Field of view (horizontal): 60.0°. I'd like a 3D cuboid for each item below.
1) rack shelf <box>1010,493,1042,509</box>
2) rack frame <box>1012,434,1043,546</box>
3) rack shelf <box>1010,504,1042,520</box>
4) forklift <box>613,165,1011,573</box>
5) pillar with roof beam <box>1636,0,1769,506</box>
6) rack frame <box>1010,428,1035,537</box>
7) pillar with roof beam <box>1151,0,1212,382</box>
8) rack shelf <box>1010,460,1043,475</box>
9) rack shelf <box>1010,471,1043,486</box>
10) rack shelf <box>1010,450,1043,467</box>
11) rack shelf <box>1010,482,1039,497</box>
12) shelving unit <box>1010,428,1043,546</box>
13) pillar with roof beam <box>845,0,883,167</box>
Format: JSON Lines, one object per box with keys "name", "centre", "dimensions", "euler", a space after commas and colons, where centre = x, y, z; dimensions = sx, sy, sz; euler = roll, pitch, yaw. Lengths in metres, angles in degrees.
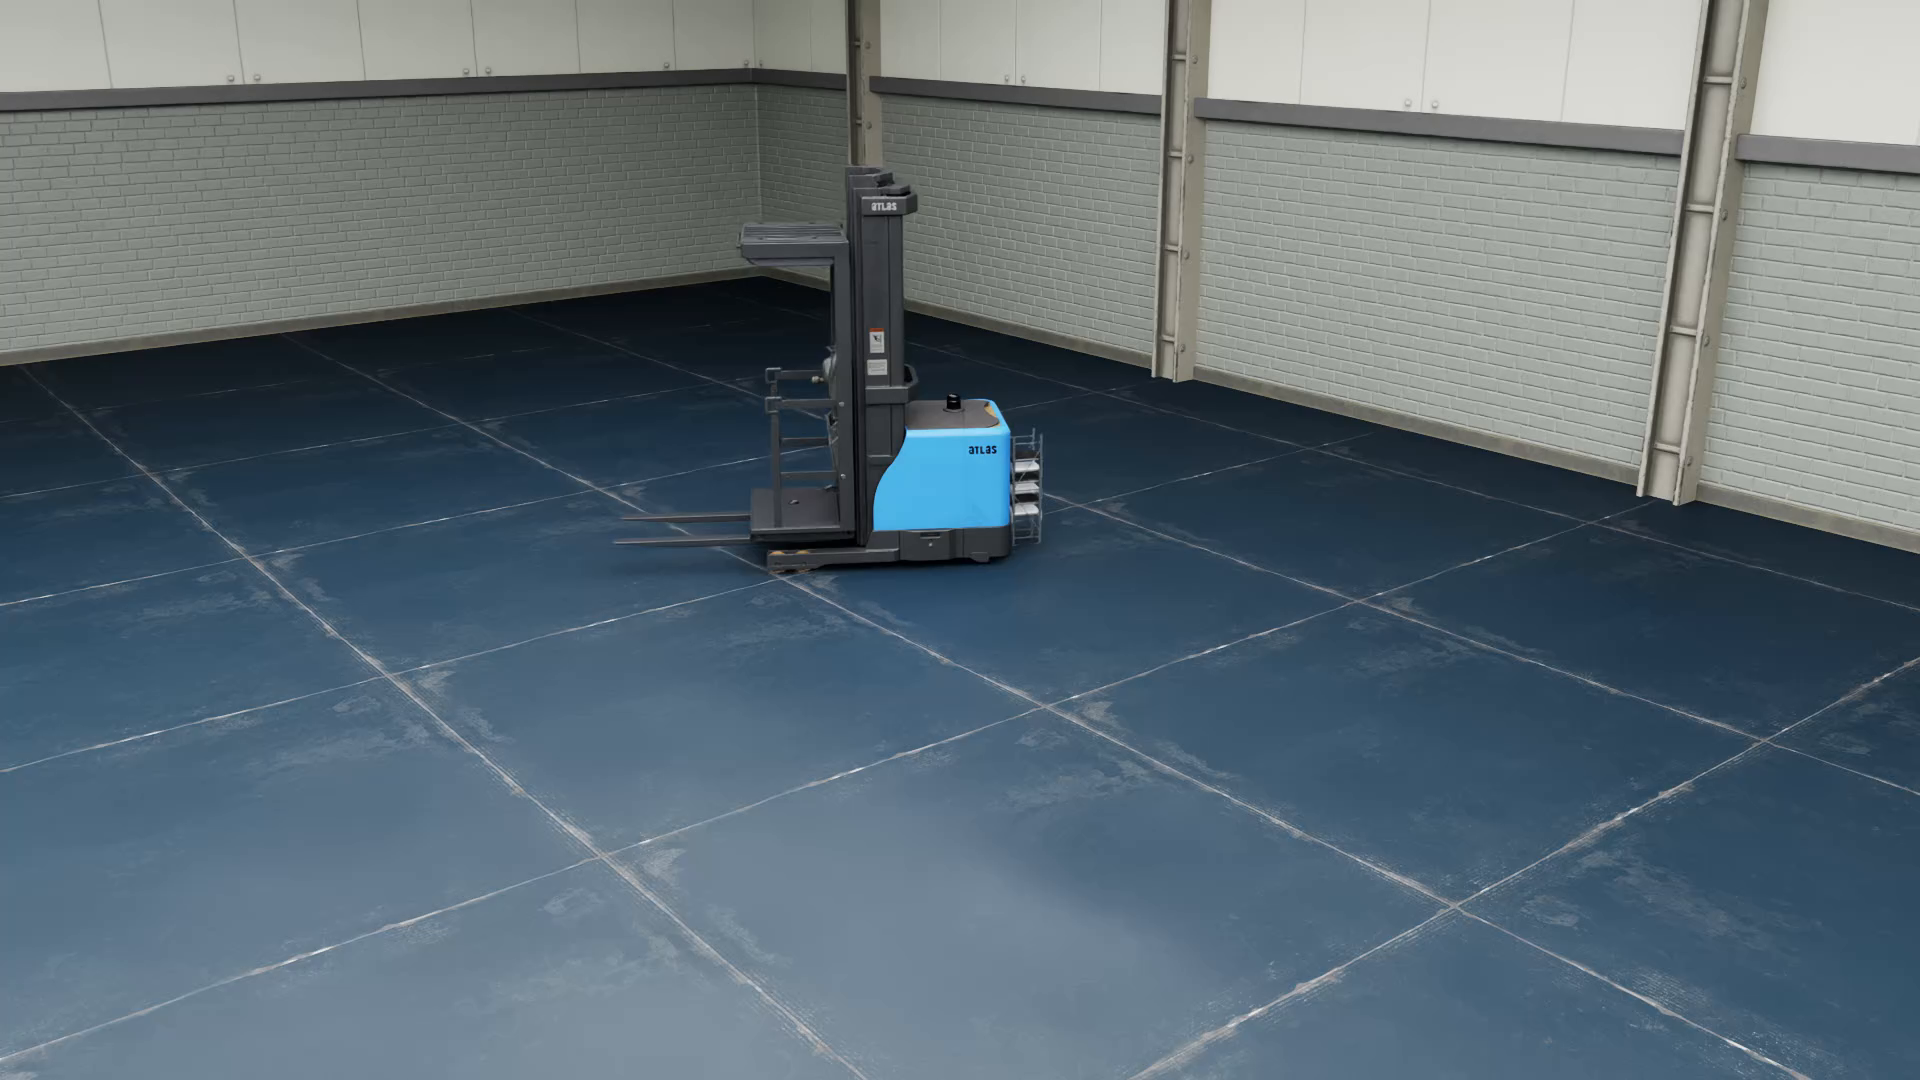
{"name": "rack shelf", "centre": [0.503, -0.303, 13.237], "dimensions": [0.258, 0.077, 0.200], "euler": [-5, 19, -13]}
{"name": "rack frame", "centre": [0.528, -0.389, 13.105], "dimensions": [0.240, 0.900, 0.006], "euler": [-5, 19, -13]}
{"name": "rack shelf", "centre": [0.503, -0.217, 13.266], "dimensions": [0.258, 0.077, 0.200], "euler": [-5, 19, -13]}
{"name": "forklift", "centre": [-1.158, -1.313, 12.664], "dimensions": [3.031, 2.935, 1.130], "euler": [-2, 18, -6]}
{"name": "pillar with roof beam", "centre": [2.778, -3.804, 10.536], "dimensions": [9.100, 9.000, 0.400], "euler": [-14, 23, -36]}
{"name": "rack frame", "centre": [0.478, -0.451, 13.292], "dimensions": [0.240, 0.900, 0.006], "euler": [-5, 19, -13]}
{"name": "pillar with roof beam", "centre": [-0.947, -5.283, 15.000], "dimensions": [9.100, 9.000, 0.400], "euler": [-14, 23, -36]}
{"name": "rack shelf", "centre": [0.503, -0.559, 13.152], "dimensions": [0.258, 0.077, 0.200], "euler": [-5, 19, -13]}
{"name": "rack shelf", "centre": [0.503, -0.474, 13.181], "dimensions": [0.258, 0.077, 0.200], "euler": [-5, 19, -13]}
{"name": "rack shelf", "centre": [0.503, -0.644, 13.124], "dimensions": [0.258, 0.077, 0.200], "euler": [-5, 19, -13]}
{"name": "rack shelf", "centre": [0.503, -0.388, 13.209], "dimensions": [0.258, 0.077, 0.200], "euler": [-5, 19, -13]}
{"name": "shelving unit", "centre": [0.503, -0.420, 13.198], "dimensions": [0.258, 0.900, 0.210], "euler": [-5, 19, -13]}
{"name": "pillar with roof beam", "centre": [-4.672, -6.761, 19.465], "dimensions": [9.100, 9.000, 0.400], "euler": [-14, 23, -36]}
